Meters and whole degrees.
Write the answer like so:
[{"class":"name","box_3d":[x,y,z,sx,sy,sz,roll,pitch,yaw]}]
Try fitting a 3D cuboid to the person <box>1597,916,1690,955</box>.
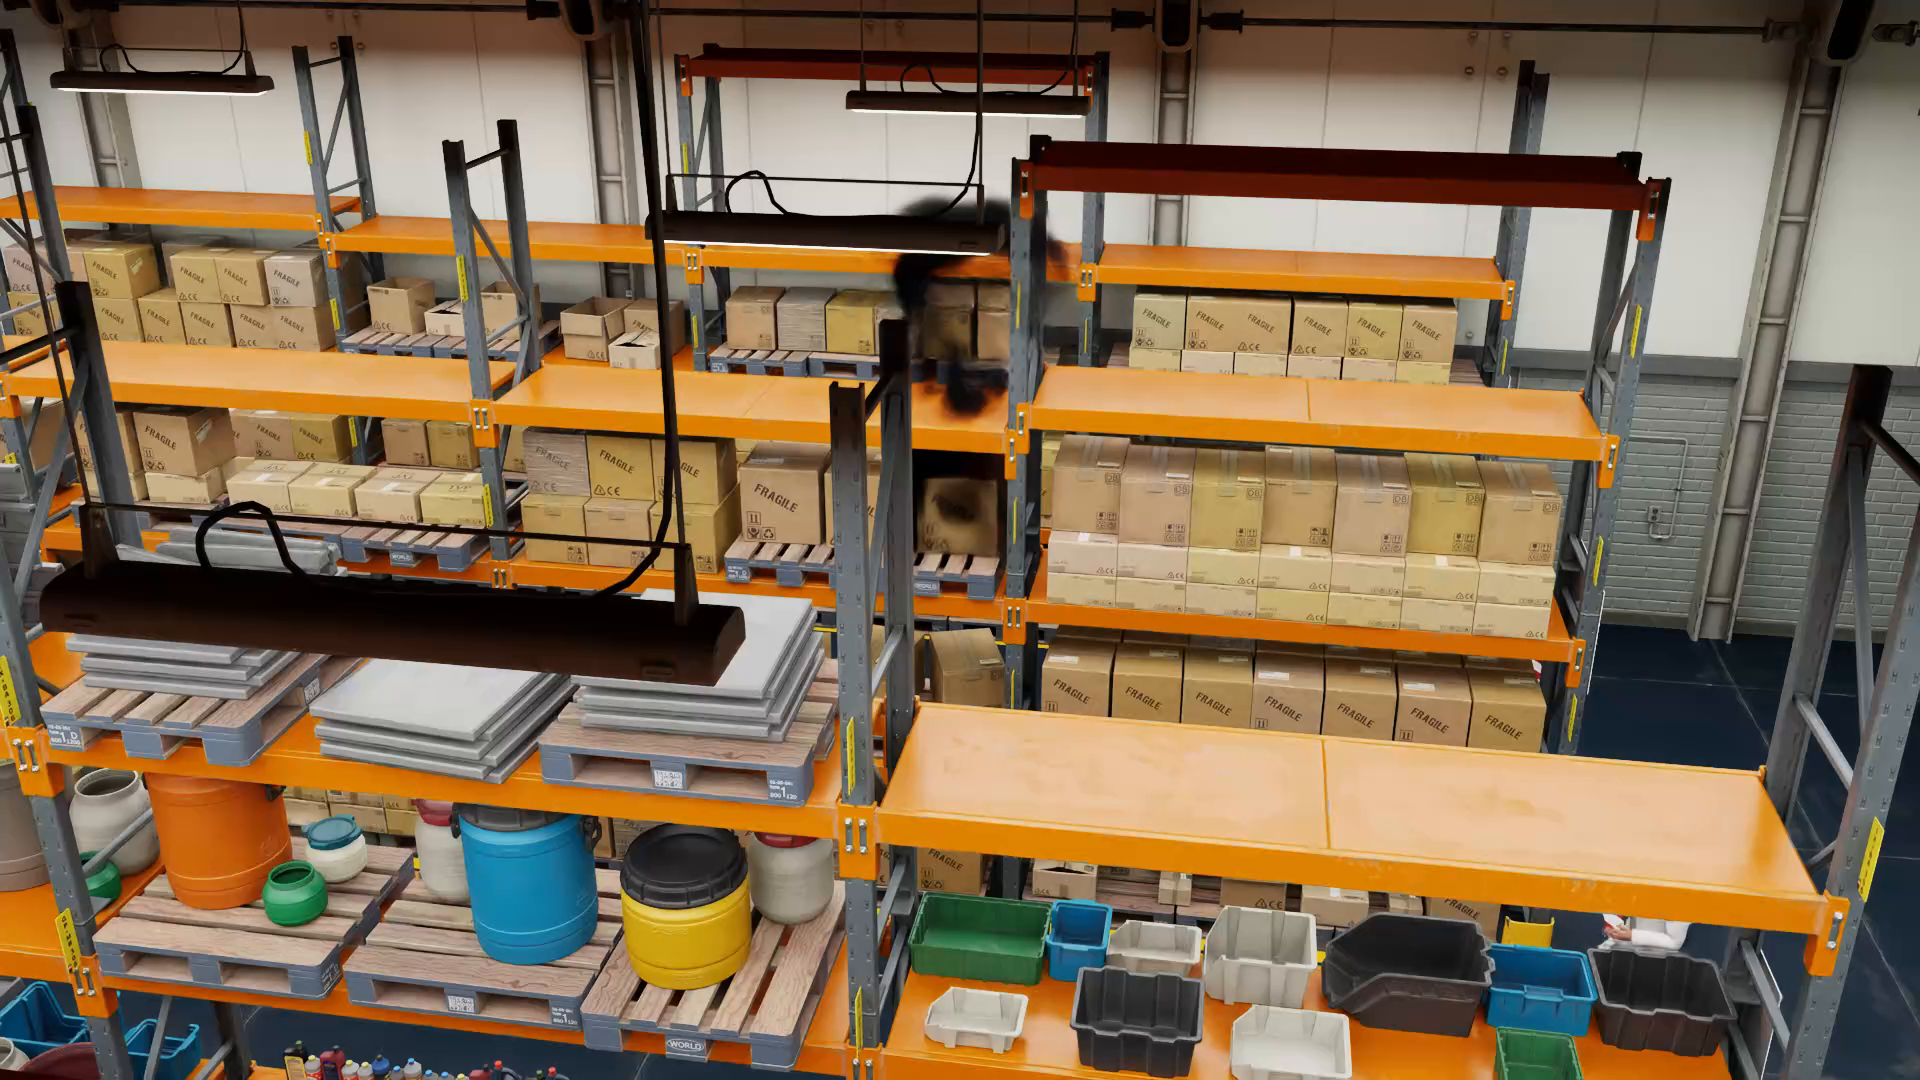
[{"class":"person","box_3d":[4.697,2.822,11.502,0.674,1.731,0.702,-3,23,-8]}]
